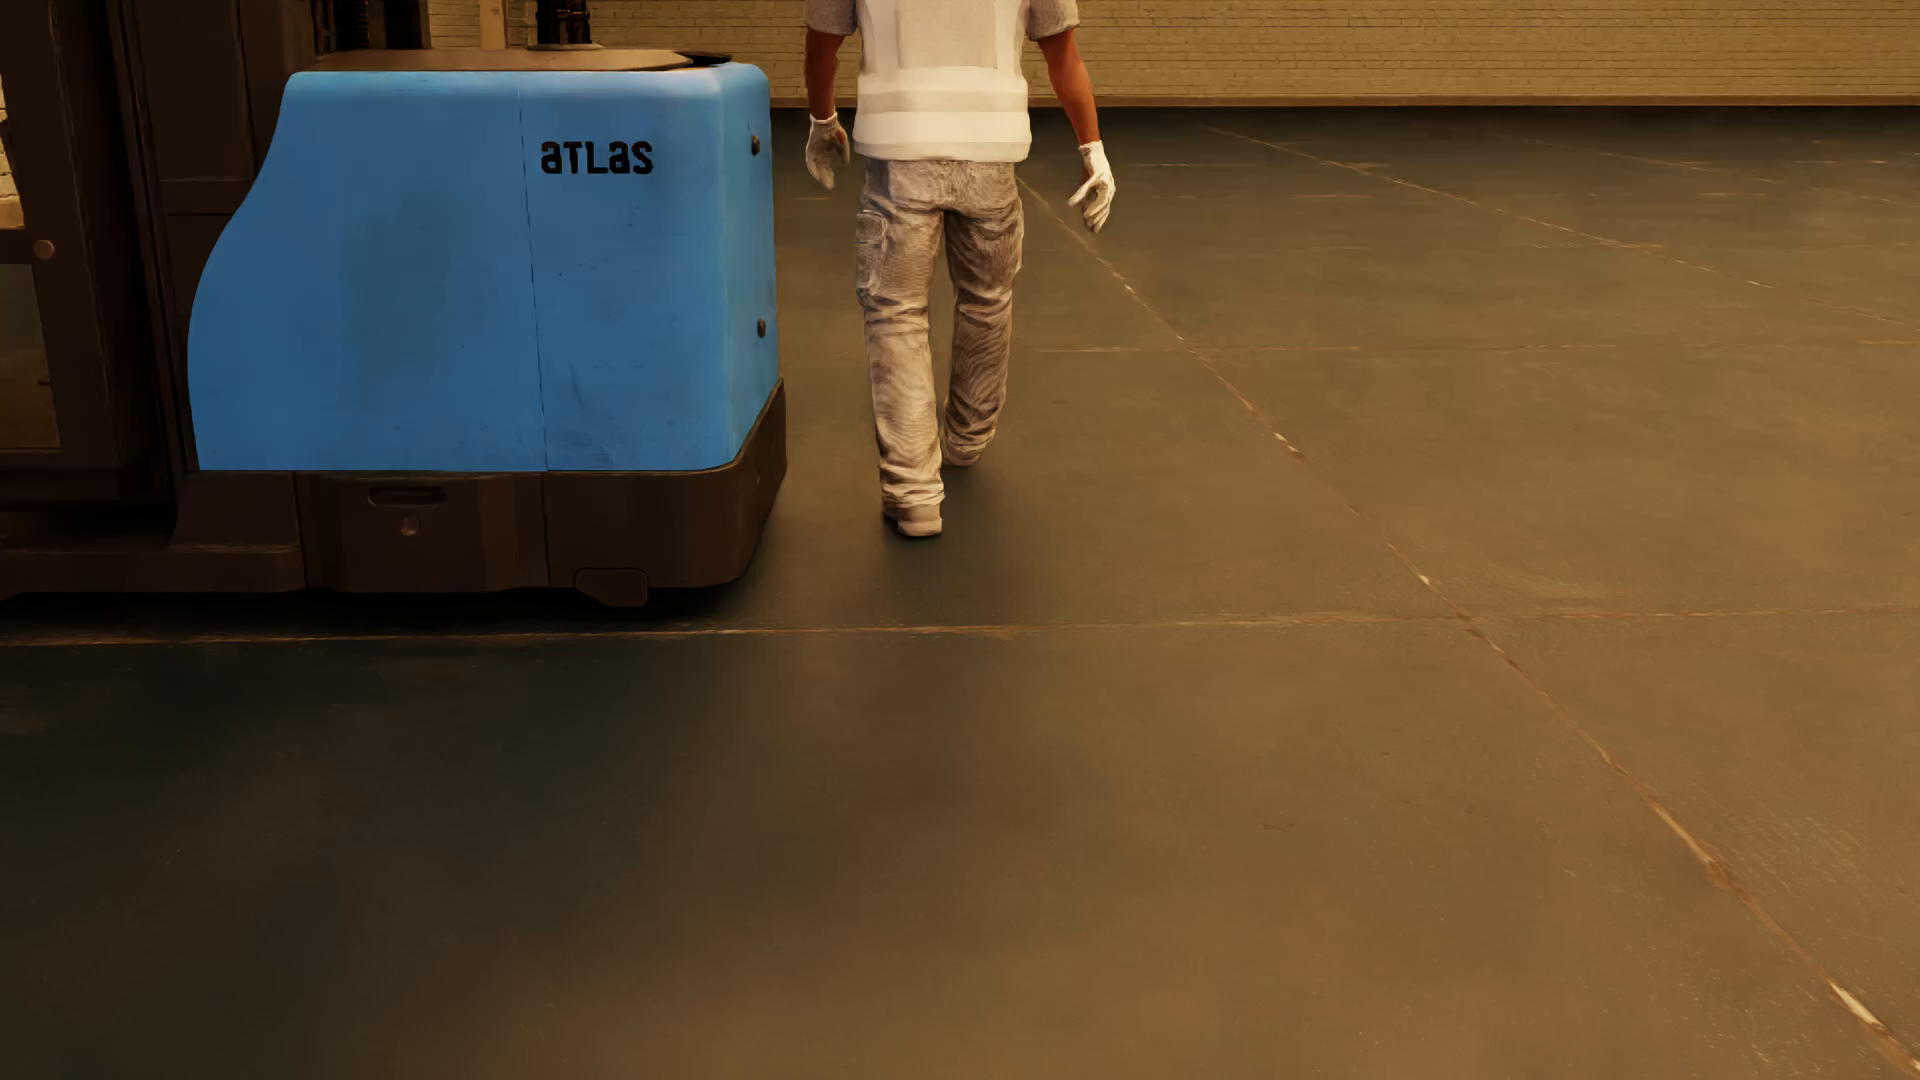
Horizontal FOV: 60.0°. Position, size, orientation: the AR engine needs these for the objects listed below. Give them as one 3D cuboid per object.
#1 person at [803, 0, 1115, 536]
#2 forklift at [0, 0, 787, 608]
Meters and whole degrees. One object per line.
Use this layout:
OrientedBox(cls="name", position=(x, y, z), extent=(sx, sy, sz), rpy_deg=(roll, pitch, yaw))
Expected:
OrientedBox(cls="person", position=(-0.023, -0.958, 4.123), extent=(0.723, 1.733, 0.912), rpy_deg=(-3, 17, -11))
OrientedBox(cls="forklift", position=(-1.960, -1.391, 3.453), extent=(3.031, 2.935, 1.130), rpy_deg=(0, 17, 0))
